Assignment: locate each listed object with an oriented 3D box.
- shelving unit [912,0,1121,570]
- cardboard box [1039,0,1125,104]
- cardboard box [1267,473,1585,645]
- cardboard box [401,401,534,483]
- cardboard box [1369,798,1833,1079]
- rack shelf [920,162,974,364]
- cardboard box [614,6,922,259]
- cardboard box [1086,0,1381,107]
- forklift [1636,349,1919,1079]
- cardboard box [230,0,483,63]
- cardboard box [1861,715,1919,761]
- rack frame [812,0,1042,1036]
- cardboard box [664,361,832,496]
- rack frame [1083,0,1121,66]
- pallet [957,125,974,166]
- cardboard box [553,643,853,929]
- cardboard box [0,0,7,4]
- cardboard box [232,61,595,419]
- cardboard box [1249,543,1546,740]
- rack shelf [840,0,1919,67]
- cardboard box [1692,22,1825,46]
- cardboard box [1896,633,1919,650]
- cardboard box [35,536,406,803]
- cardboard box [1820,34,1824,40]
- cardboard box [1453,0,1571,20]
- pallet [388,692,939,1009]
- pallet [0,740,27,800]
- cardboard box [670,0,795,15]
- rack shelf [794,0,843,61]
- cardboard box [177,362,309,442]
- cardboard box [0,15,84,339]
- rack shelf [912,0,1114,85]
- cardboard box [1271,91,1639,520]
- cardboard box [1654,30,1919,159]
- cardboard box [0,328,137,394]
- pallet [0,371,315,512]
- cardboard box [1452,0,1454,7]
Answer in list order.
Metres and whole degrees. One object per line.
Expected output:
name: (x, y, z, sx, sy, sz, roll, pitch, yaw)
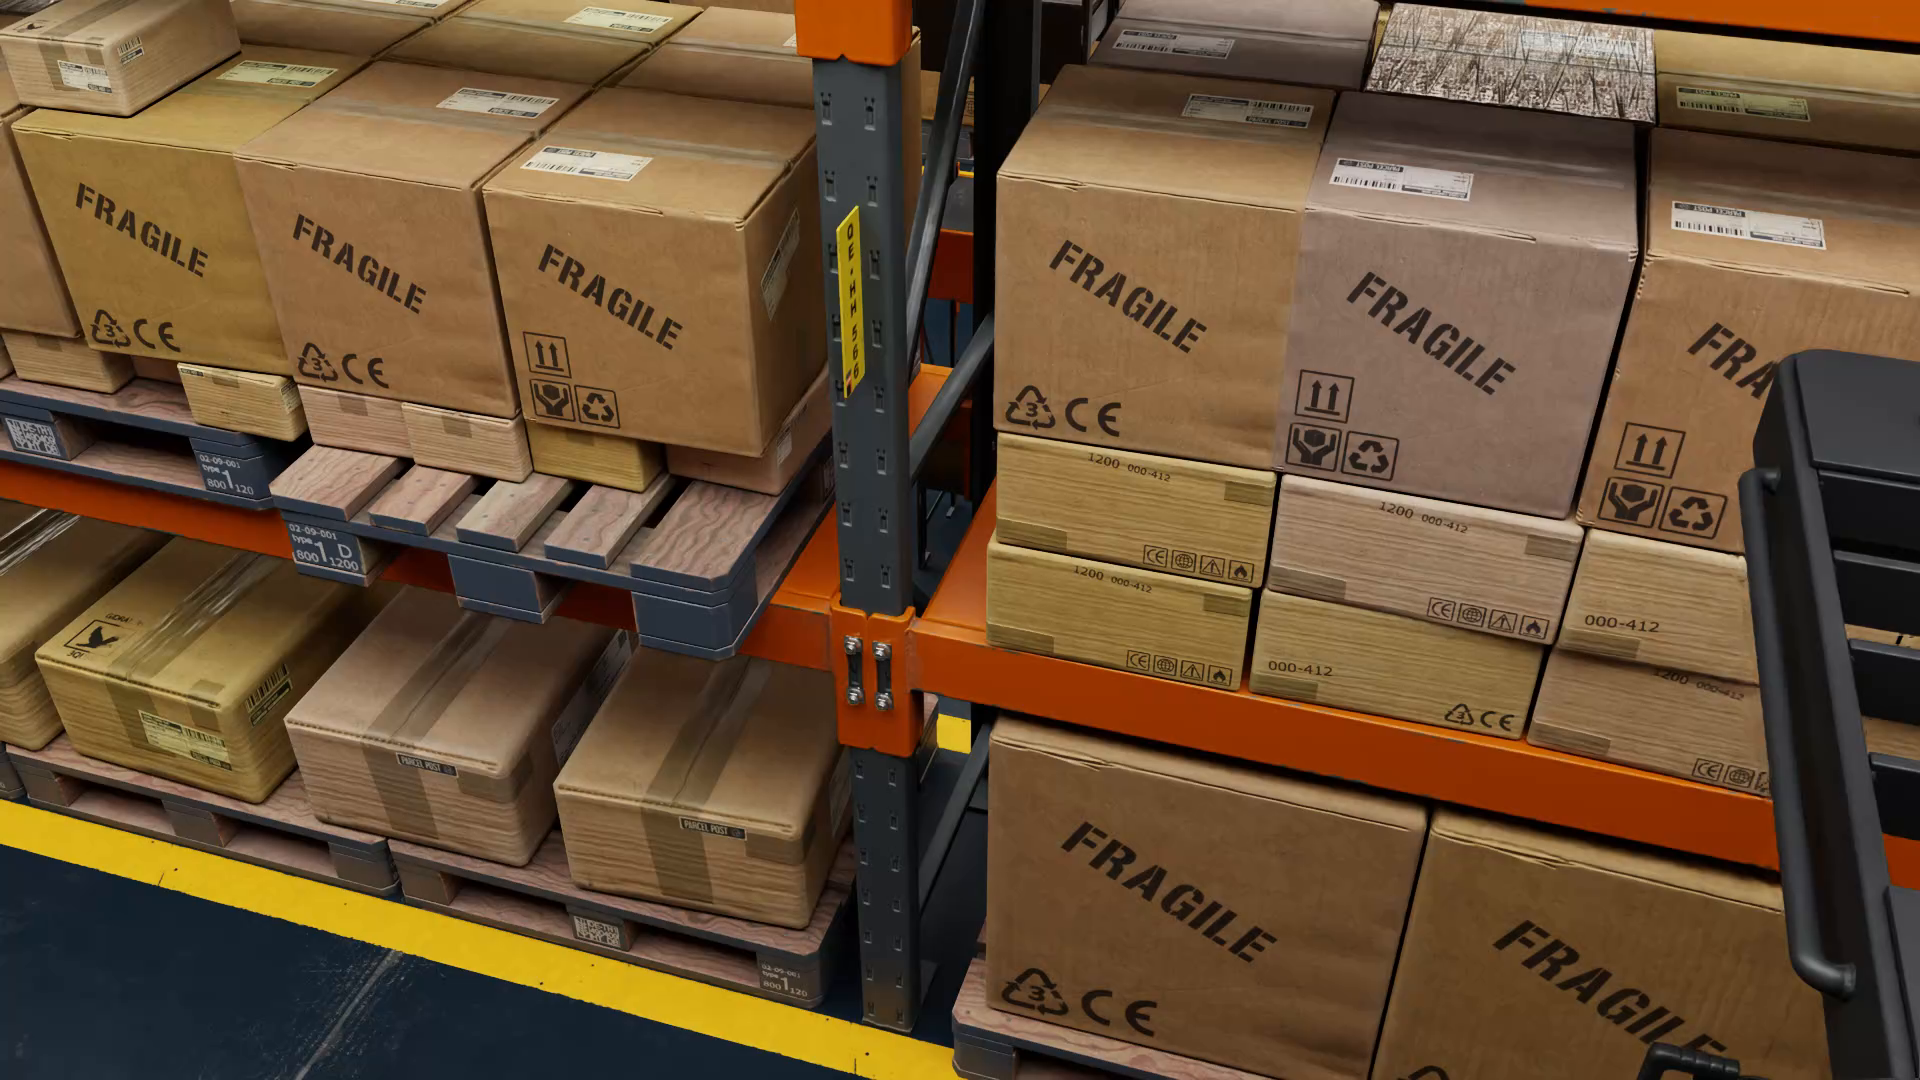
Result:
shelving unit: (0.158, -0.816, 5.088, 0.503, 2.100, 0.431, 10, 38, 14)
cardboard box: (0.792, -2.521, 8.188, 0.750, 0.750, 1.050, 10, 38, 13)
cardboard box: (0.870, -0.100, 3.061, 0.500, 0.250, 0.500, 11, 38, 15)
cardboard box: (-0.947, -0.299, 3.484, 0.250, 0.149, 0.380, 10, 38, 14)
cardboard box: (1.452, 0.735, 3.659, 0.875, 0.875, 0.875, 11, 38, 14)
rack shelf: (0.158, -0.805, 5.096, 0.480, 0.518, 0.431, 10, 38, 14)
cardboard box: (-0.393, -0.820, 3.645, 0.500, 0.500, 0.500, 9, 37, 13)
cardboard box: (0.539, -0.780, 3.352, 0.500, 0.500, 0.500, 10, 37, 13)
forklift: (1.182, 0.996, 1.924, 3.031, 2.935, 1.130, 11, 38, 14)
cardboard box: (-1.402, -0.999, 3.887, 0.500, 0.500, 0.500, 11, 38, 15)
cardboard box: (1.826, 0.271, 2.978, 0.500, 0.250, 0.500, 10, 38, 14)
rack frame: (-0.033, -0.281, 3.601, 0.127, 3.000, 1.000, 10, 38, 14)
cardboard box: (-0.416, -0.274, 3.449, 0.250, 0.149, 0.380, 12, 38, 16)
rack frame: (0.391, -0.773, 5.029, 0.015, 2.100, 0.400, 10, 38, 14)
pallet: (0.617, -2.158, 8.504, 1.213, 0.211, 1.003, 10, 38, 14)
cardboard box: (-0.569, 0.503, 4.399, 0.625, 0.372, 0.950, 8, 37, 11)
cardboard box: (-2.377, -1.184, 4.138, 0.500, 0.500, 0.500, 12, 38, 15)
cardboard box: (-1.046, -0.618, 3.370, 0.500, 0.500, 0.500, 10, 38, 13)
cardboard box: (0.855, 0.089, 3.225, 0.500, 0.250, 0.500, 9, 37, 13)
rack shelf: (1.876, -0.846, 2.445, 4.000, 0.370, 1.077, 10, 38, 14)
cardboard box: (3.383, -2.029, 7.098, 0.500, 0.250, 0.500, 9, 37, 12)
cardboard box: (1.822, 0.092, 2.800, 0.500, 0.250, 0.500, 11, 38, 15)
cardboard box: (-1.998, 0.240, 4.756, 0.625, 0.372, 0.950, 12, 38, 15)
cardboard box: (4.029, -2.230, 7.371, 0.500, 0.250, 0.500, 12, 38, 15)
cardboard box: (2.417, -2.215, 7.351, 0.500, 0.250, 0.500, 10, 38, 13)
pallet: (-0.778, 0.703, 4.616, 1.213, 0.211, 1.003, 10, 38, 14)
pallet: (-3.107, 0.272, 5.202, 1.213, 0.211, 1.003, 10, 38, 14)
cardboard box: (-0.932, -2.838, 8.619, 0.750, 0.750, 1.050, 10, 38, 14)
rack shelf: (-1.942, -1.553, 3.405, 4.000, 0.370, 1.077, 10, 38, 14)
cardboard box: (-1.452, -0.389, 3.606, 0.250, 0.149, 0.380, 11, 38, 15)
cardboard box: (-2.049, -0.804, 3.622, 0.500, 0.500, 0.500, 9, 37, 12)
rack shelf: (0.158, -1.369, 4.681, 0.480, 0.518, 0.431, 10, 38, 14)
cardboard box: (0.841, -0.416, 2.857, 0.500, 0.500, 0.500, 11, 38, 14)
cardboard box: (1.503, -0.603, 3.111, 0.500, 0.500, 0.500, 11, 38, 14)
cardboard box: (-1.918, -0.503, 3.760, 0.250, 0.149, 0.380, 9, 37, 12)
pallet: (-1.935, -0.530, 4.102, 1.213, 0.211, 1.003, 10, 38, 14)
cardboard box: (2.078, -2.591, 7.862, 0.500, 0.250, 0.500, 10, 37, 13)
